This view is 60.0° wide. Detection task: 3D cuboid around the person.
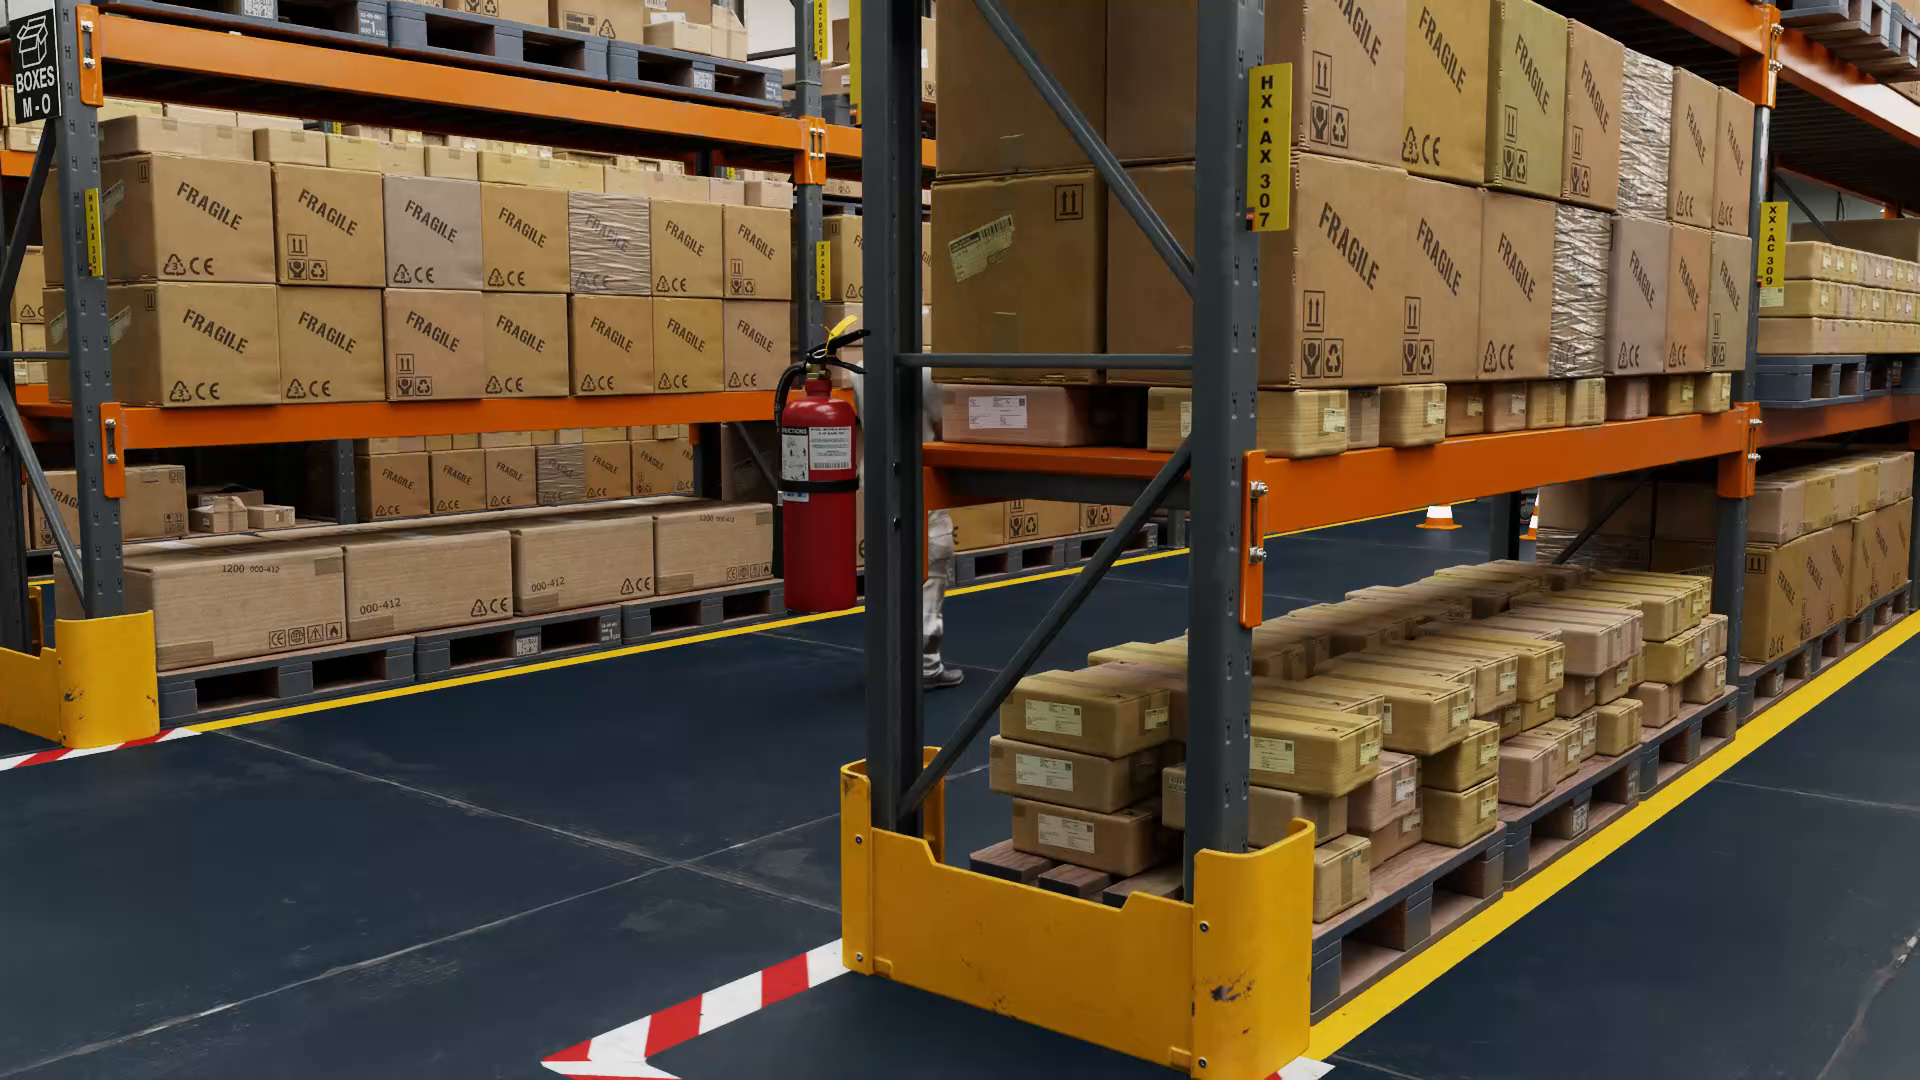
[{"bbox_3d":[-0.200,-0.231,7.604,0.524,1.794,0.529,5,8,38],"label":"person"}]
